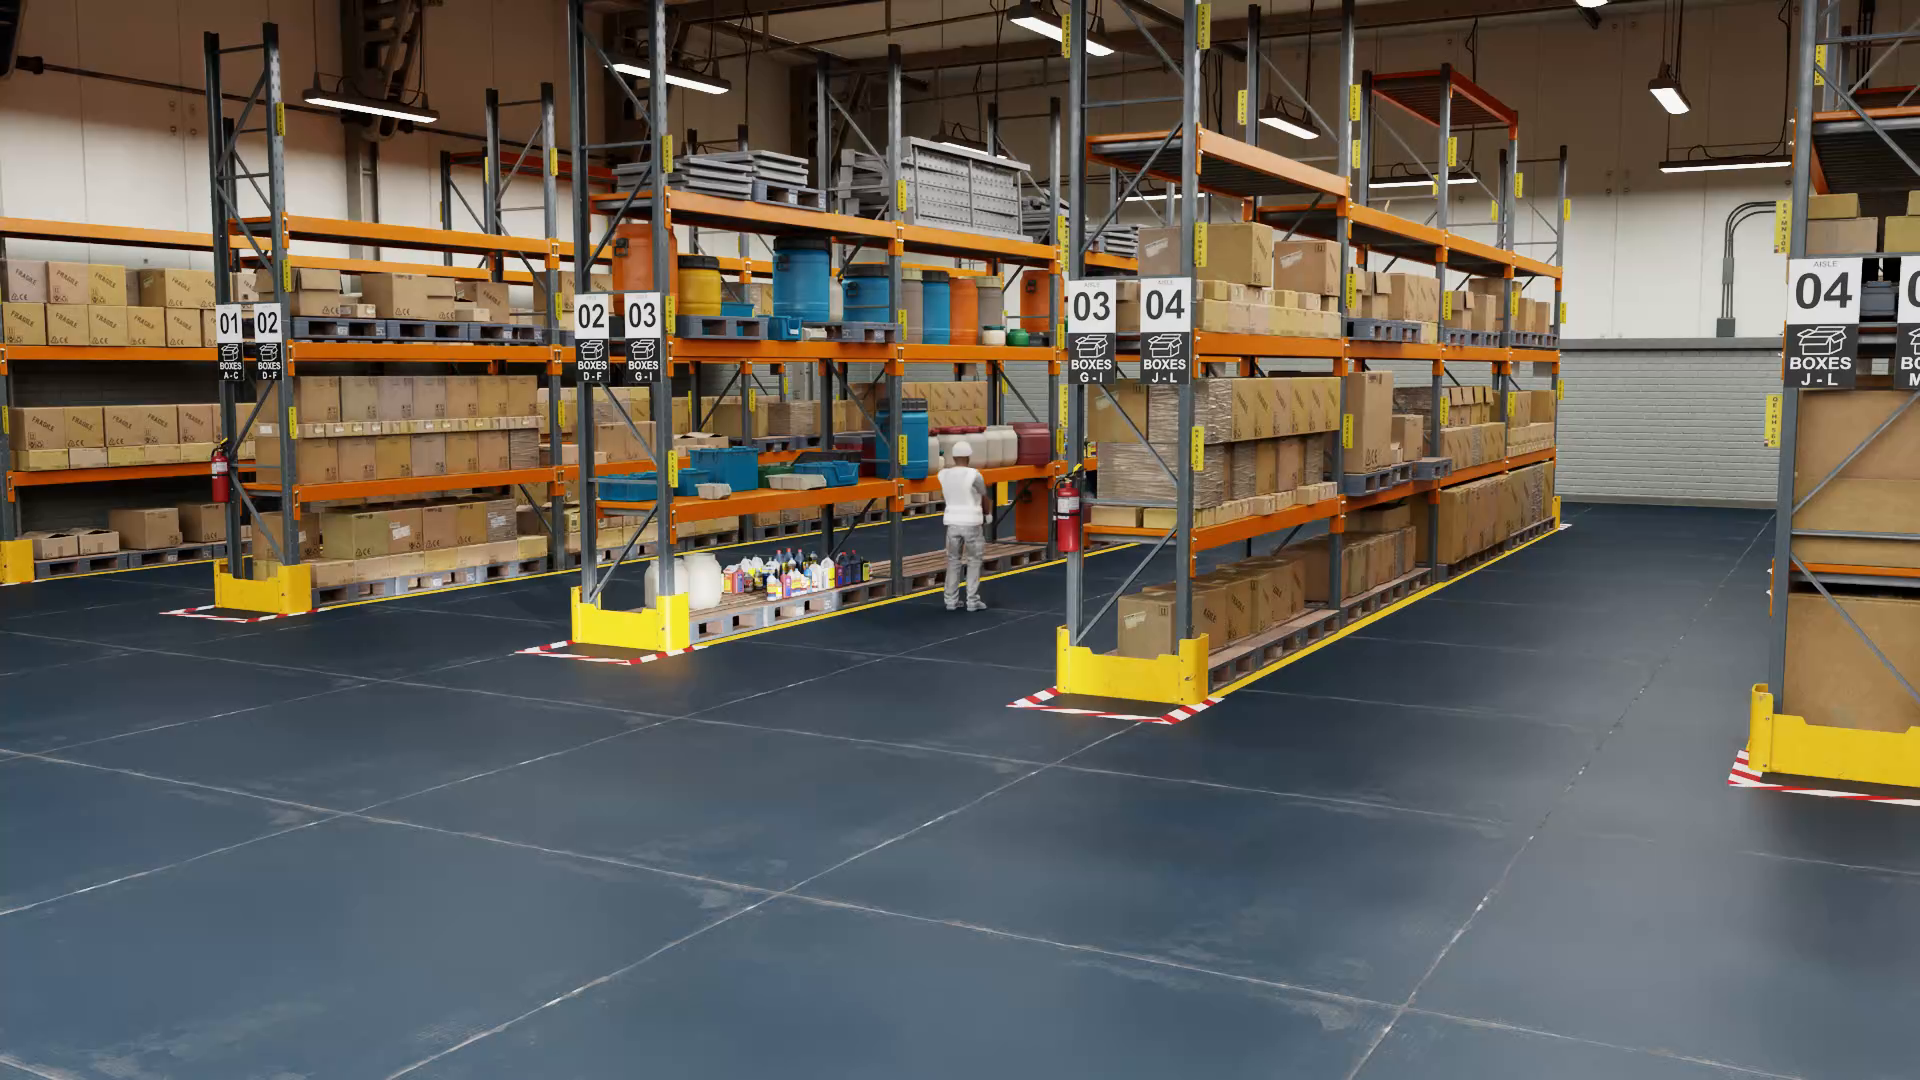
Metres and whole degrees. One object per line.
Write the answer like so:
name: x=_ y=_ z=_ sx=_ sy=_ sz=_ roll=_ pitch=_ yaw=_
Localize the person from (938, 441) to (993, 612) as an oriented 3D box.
person: x=0.081 y=-0.163 z=17.567 sx=0.489 sy=1.782 sz=0.576 roll=3 pitch=7 yaw=29
